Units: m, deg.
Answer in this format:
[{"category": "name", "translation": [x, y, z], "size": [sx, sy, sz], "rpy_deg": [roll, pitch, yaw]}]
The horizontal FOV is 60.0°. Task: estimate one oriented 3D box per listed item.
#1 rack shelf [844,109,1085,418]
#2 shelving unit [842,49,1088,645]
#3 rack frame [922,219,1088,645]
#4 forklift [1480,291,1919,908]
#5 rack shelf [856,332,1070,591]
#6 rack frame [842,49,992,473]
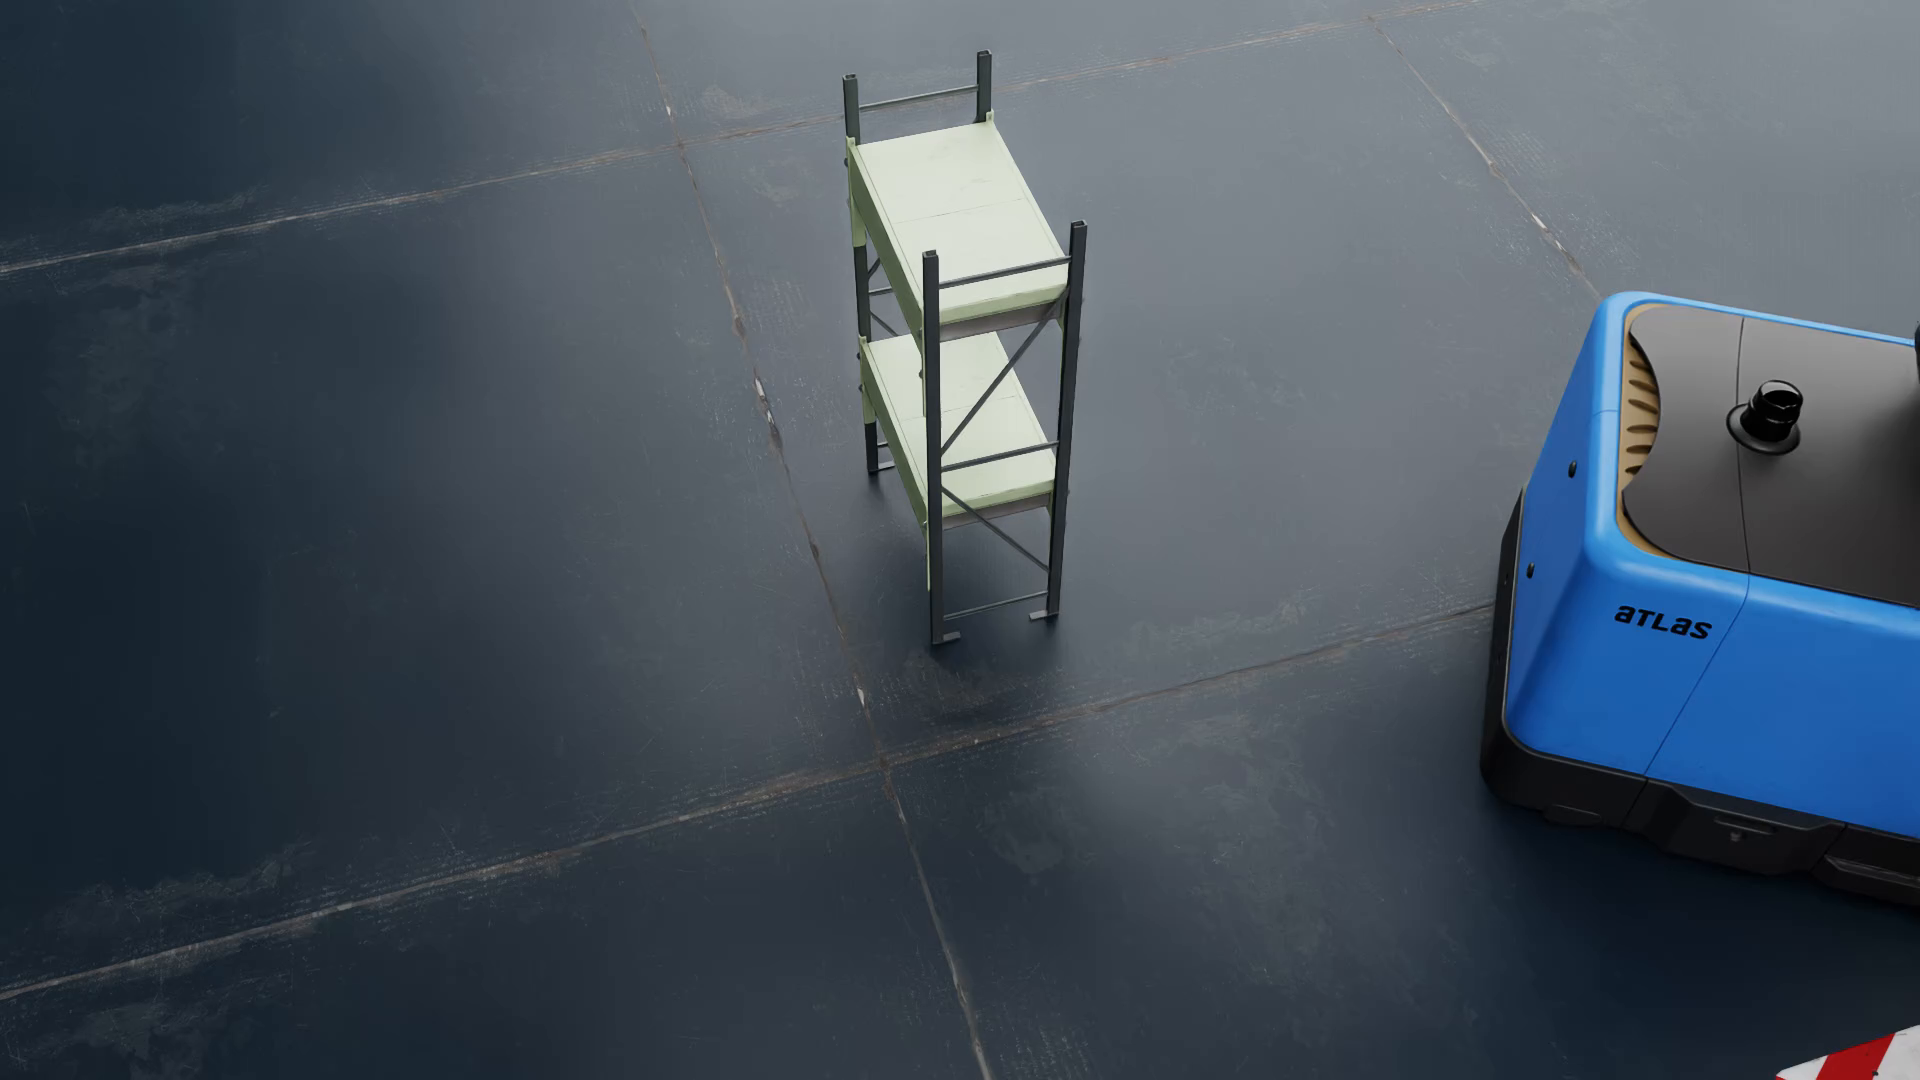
[{"category": "rack shelf", "translation": [-0.002, -0.740, 4.382], "size": [0.431, 0.370, 0.720], "rpy_deg": [-13, 51, -11]}, {"category": "shelving unit", "translation": [-0.002, -0.488, 4.681], "size": [0.431, 1.500, 0.755], "rpy_deg": [-13, 51, -11]}, {"category": "rack frame", "translation": [0.106, -0.221, 4.455], "size": [0.400, 1.500, 0.023], "rpy_deg": [-13, 51, -11]}, {"category": "forklift", "translation": [3.019, -0.265, 3.556], "size": [3.031, 2.935, 1.130], "rpy_deg": [12, 51, 10]}, {"category": "rack shelf", "translation": [-0.002, -0.278, 4.930], "size": [0.431, 0.370, 0.720], "rpy_deg": [-13, 51, -11]}, {"category": "rack frame", "translation": [-0.110, -0.756, 4.906], "size": [0.400, 1.500, 0.023], "rpy_deg": [-13, 51, -11]}]
